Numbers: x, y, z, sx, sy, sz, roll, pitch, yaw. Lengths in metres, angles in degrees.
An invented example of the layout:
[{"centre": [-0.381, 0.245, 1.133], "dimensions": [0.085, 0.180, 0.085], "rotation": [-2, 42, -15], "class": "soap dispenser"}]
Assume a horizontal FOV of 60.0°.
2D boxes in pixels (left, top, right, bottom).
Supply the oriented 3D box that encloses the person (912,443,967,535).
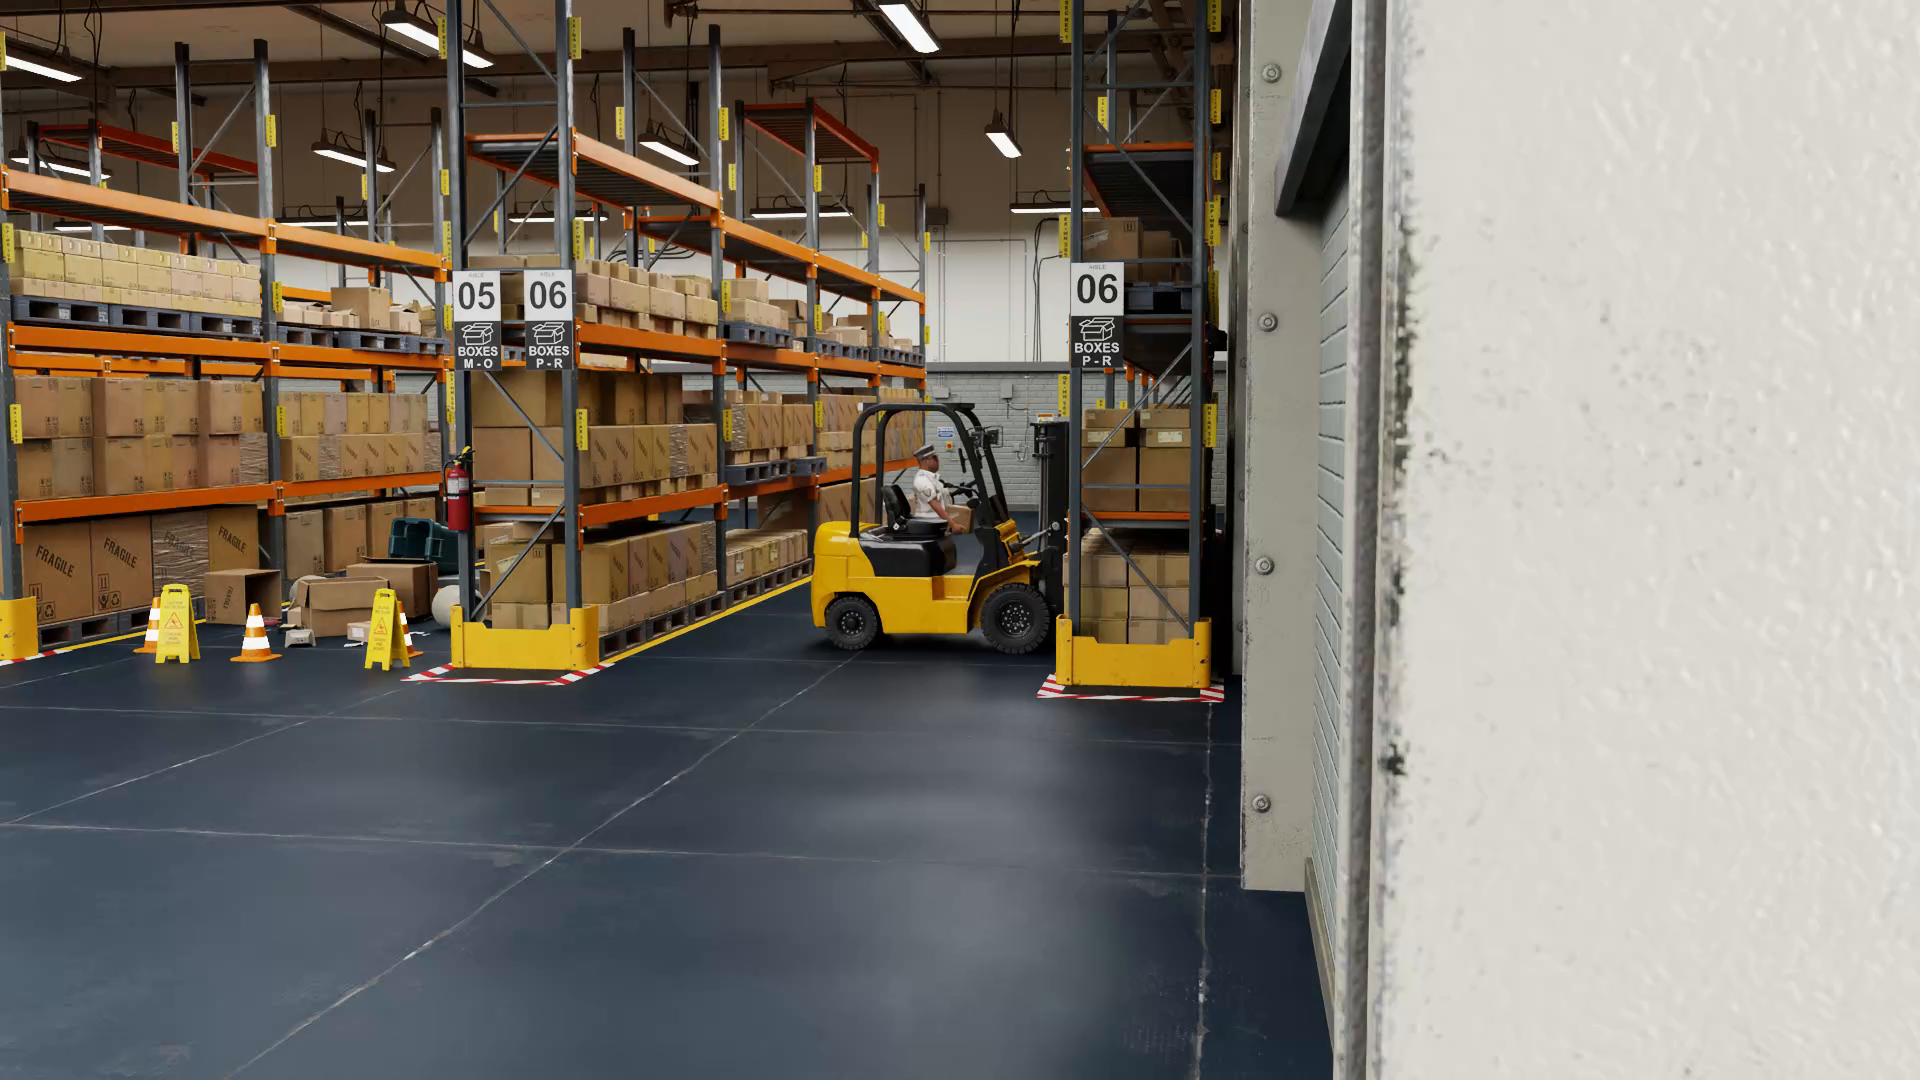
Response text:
[{"centre": [-0.190, -0.076, 16.474], "dimensions": [0.573, 1.762, 0.493], "rotation": [1, 4, 9], "class": "person"}]
